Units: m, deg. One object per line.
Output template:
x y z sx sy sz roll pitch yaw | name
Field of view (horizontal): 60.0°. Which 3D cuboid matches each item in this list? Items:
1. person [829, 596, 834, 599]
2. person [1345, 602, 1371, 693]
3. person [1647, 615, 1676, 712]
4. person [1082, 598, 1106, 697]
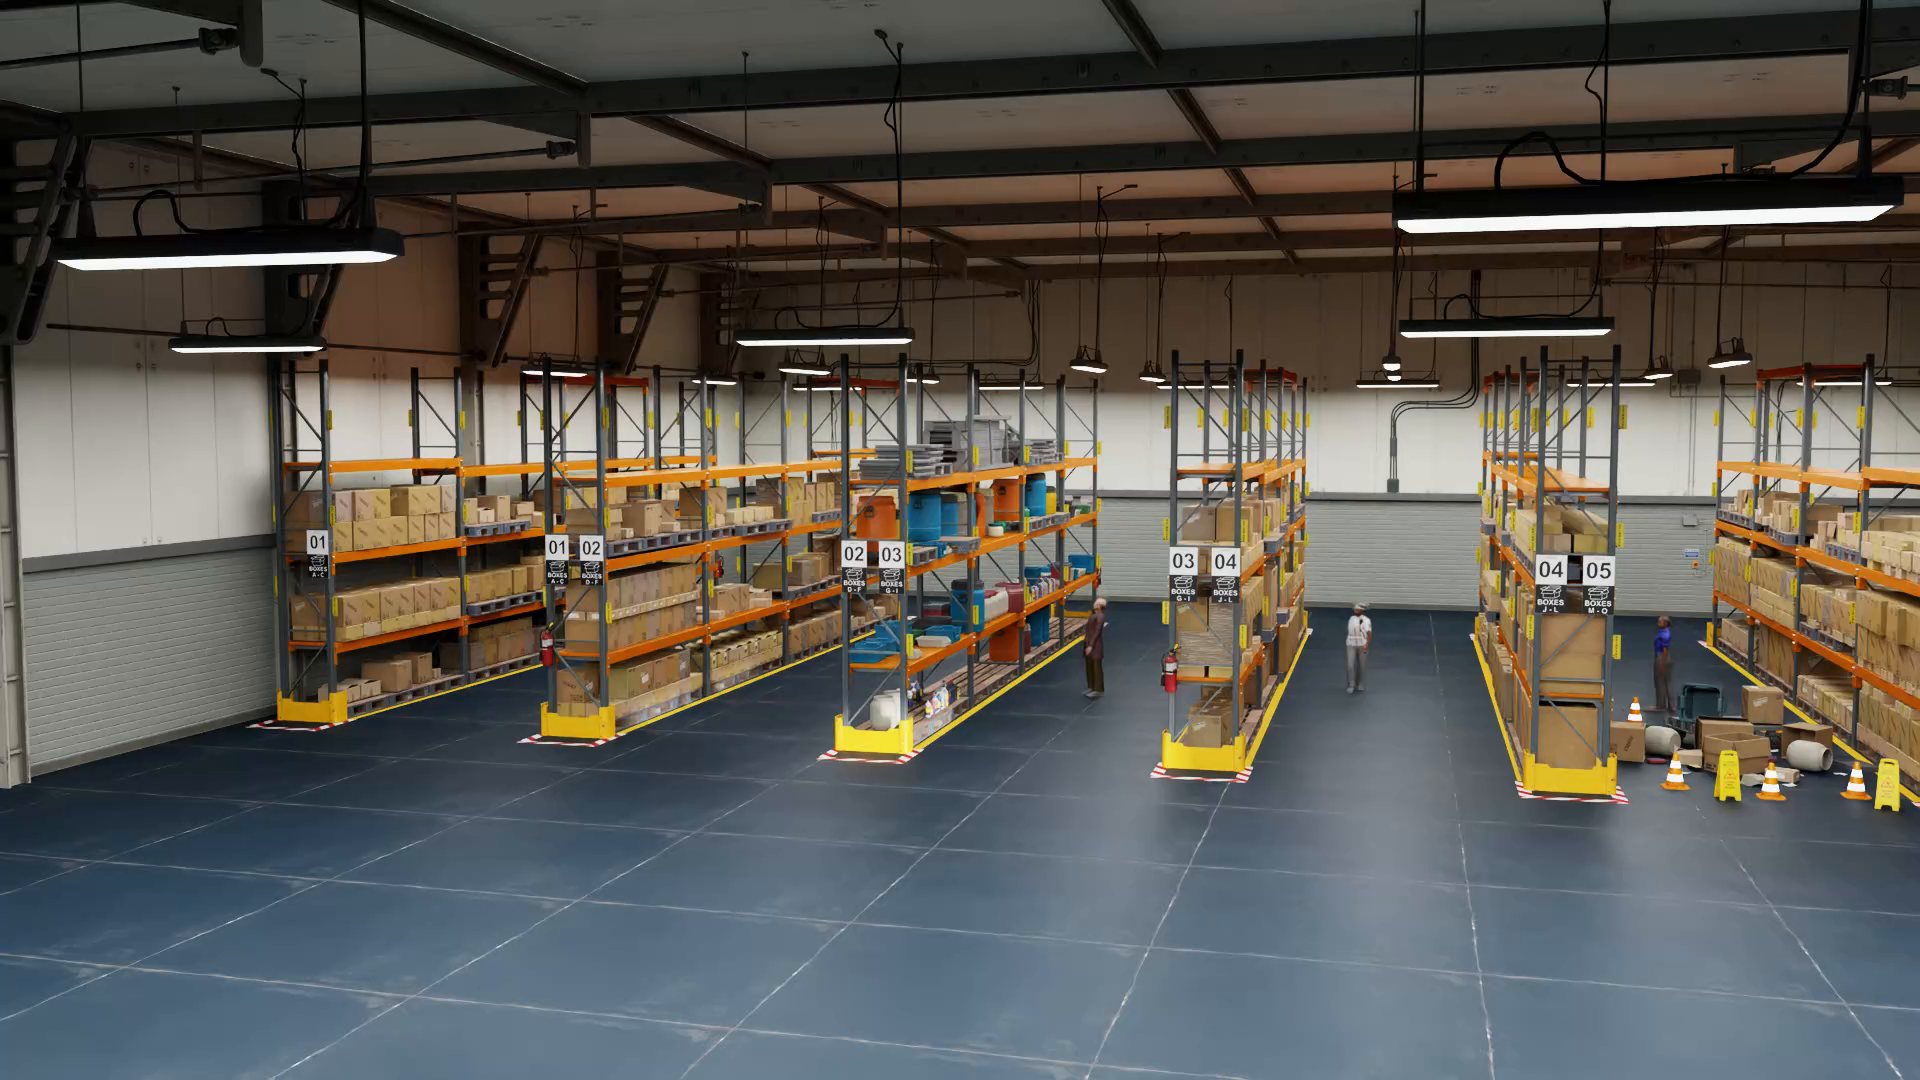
-3.260 0.833 45.650 0.572 1.748 0.857 -3 5 -37 | person
7.328 1.978 30.630 0.478 1.688 0.606 1 4 14 | person
12.114 2.125 28.630 0.486 1.663 0.400 -4 6 -43 | person
2.409 1.938 30.166 0.491 1.777 0.601 -2 4 -21 | person
